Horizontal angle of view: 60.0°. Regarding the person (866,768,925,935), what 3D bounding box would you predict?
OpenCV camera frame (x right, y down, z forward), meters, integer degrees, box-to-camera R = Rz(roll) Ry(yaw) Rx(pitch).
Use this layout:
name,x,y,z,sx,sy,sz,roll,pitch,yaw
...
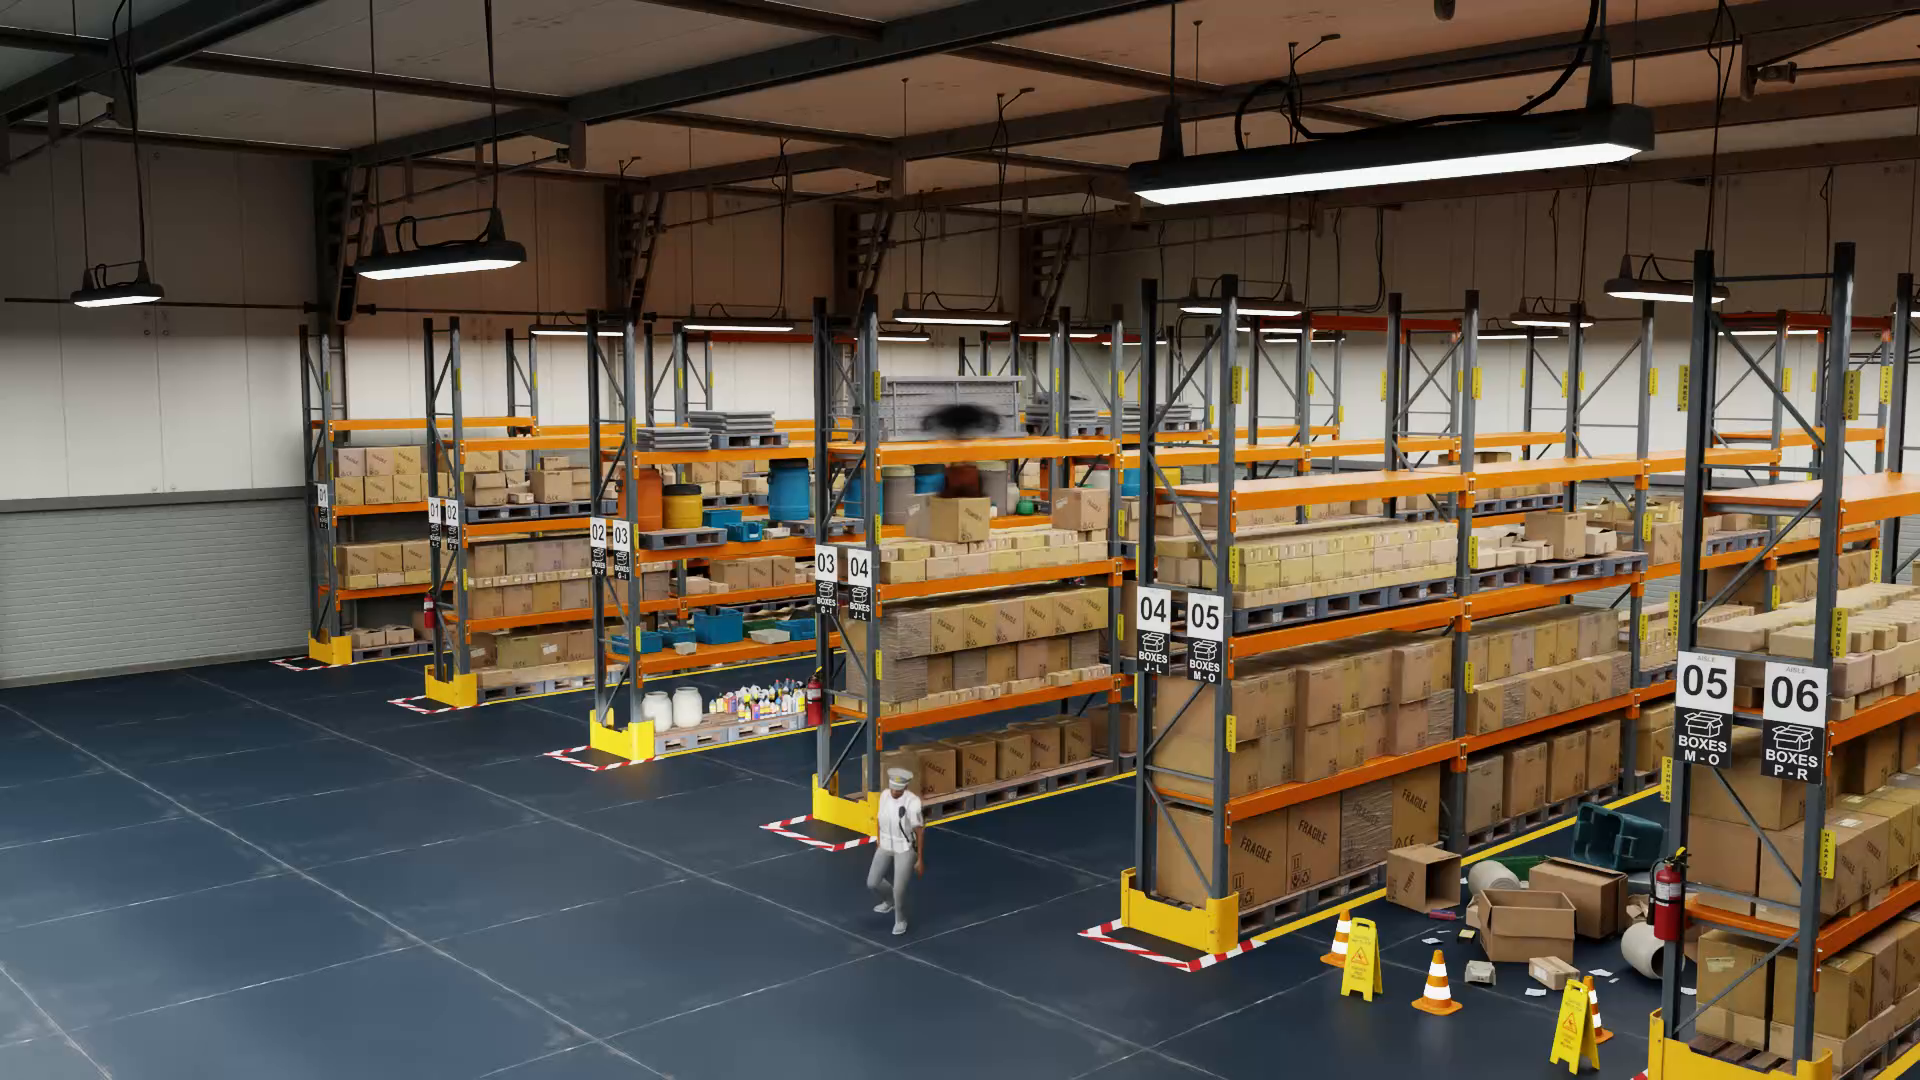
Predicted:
name,x,y,z,sx,sy,sz,roll,pitch,yaw
person,-0.568,2.833,15.300,0.740,1.580,0.644,3,7,29

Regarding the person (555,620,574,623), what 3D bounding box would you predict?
name,x,y,z,sx,sy,sz,roll,pitch,yaw
person,-7.032,1.296,29.627,0.702,1.791,0.764,4,7,35
